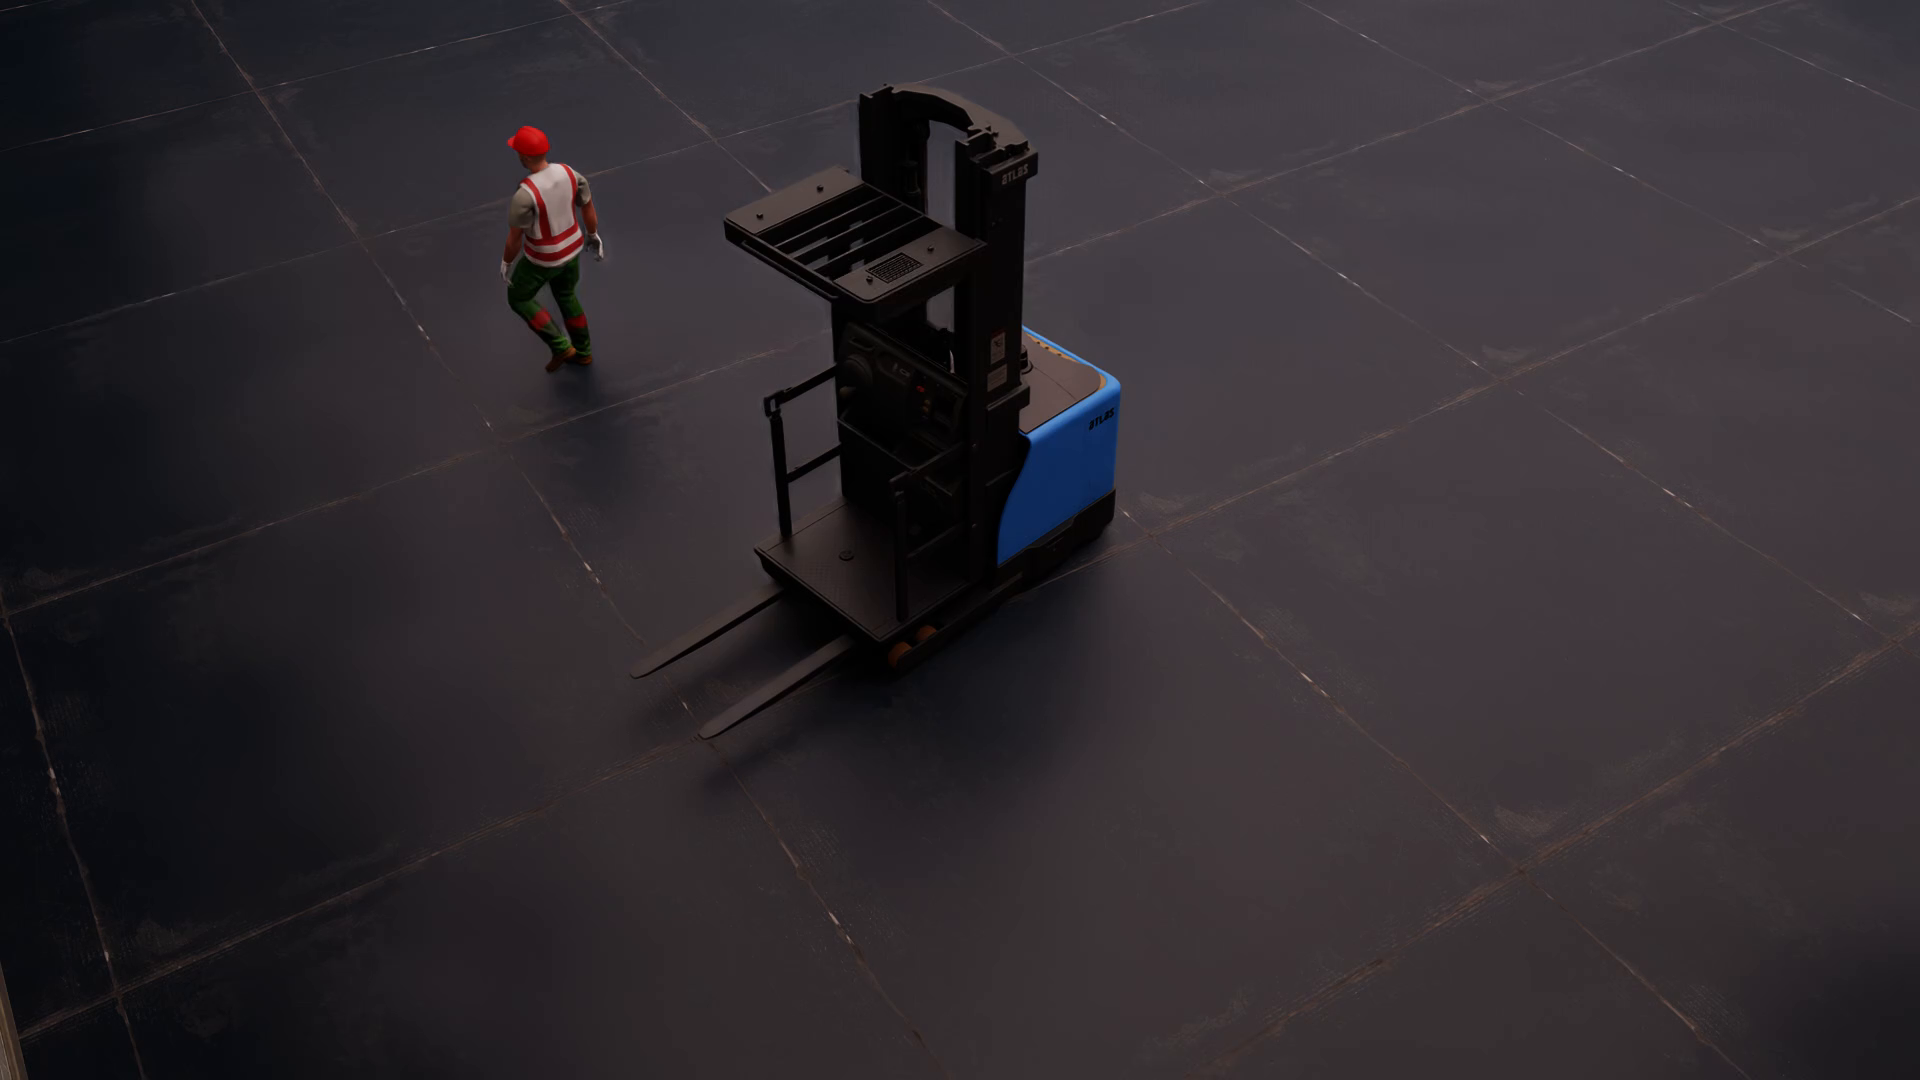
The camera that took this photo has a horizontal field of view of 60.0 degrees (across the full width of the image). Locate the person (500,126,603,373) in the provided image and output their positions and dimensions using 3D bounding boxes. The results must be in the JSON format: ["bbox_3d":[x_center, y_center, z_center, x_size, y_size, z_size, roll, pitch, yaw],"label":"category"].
[{"bbox_3d":[-2.721,-1.898,10.929,0.468,1.767,0.719,23,46,24],"label":"person"}]

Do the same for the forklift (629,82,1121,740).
[{"bbox_3d":[-0.467,-0.757,8.737,3.031,2.935,1.130,-33,51,-32],"label":"forklift"}]
